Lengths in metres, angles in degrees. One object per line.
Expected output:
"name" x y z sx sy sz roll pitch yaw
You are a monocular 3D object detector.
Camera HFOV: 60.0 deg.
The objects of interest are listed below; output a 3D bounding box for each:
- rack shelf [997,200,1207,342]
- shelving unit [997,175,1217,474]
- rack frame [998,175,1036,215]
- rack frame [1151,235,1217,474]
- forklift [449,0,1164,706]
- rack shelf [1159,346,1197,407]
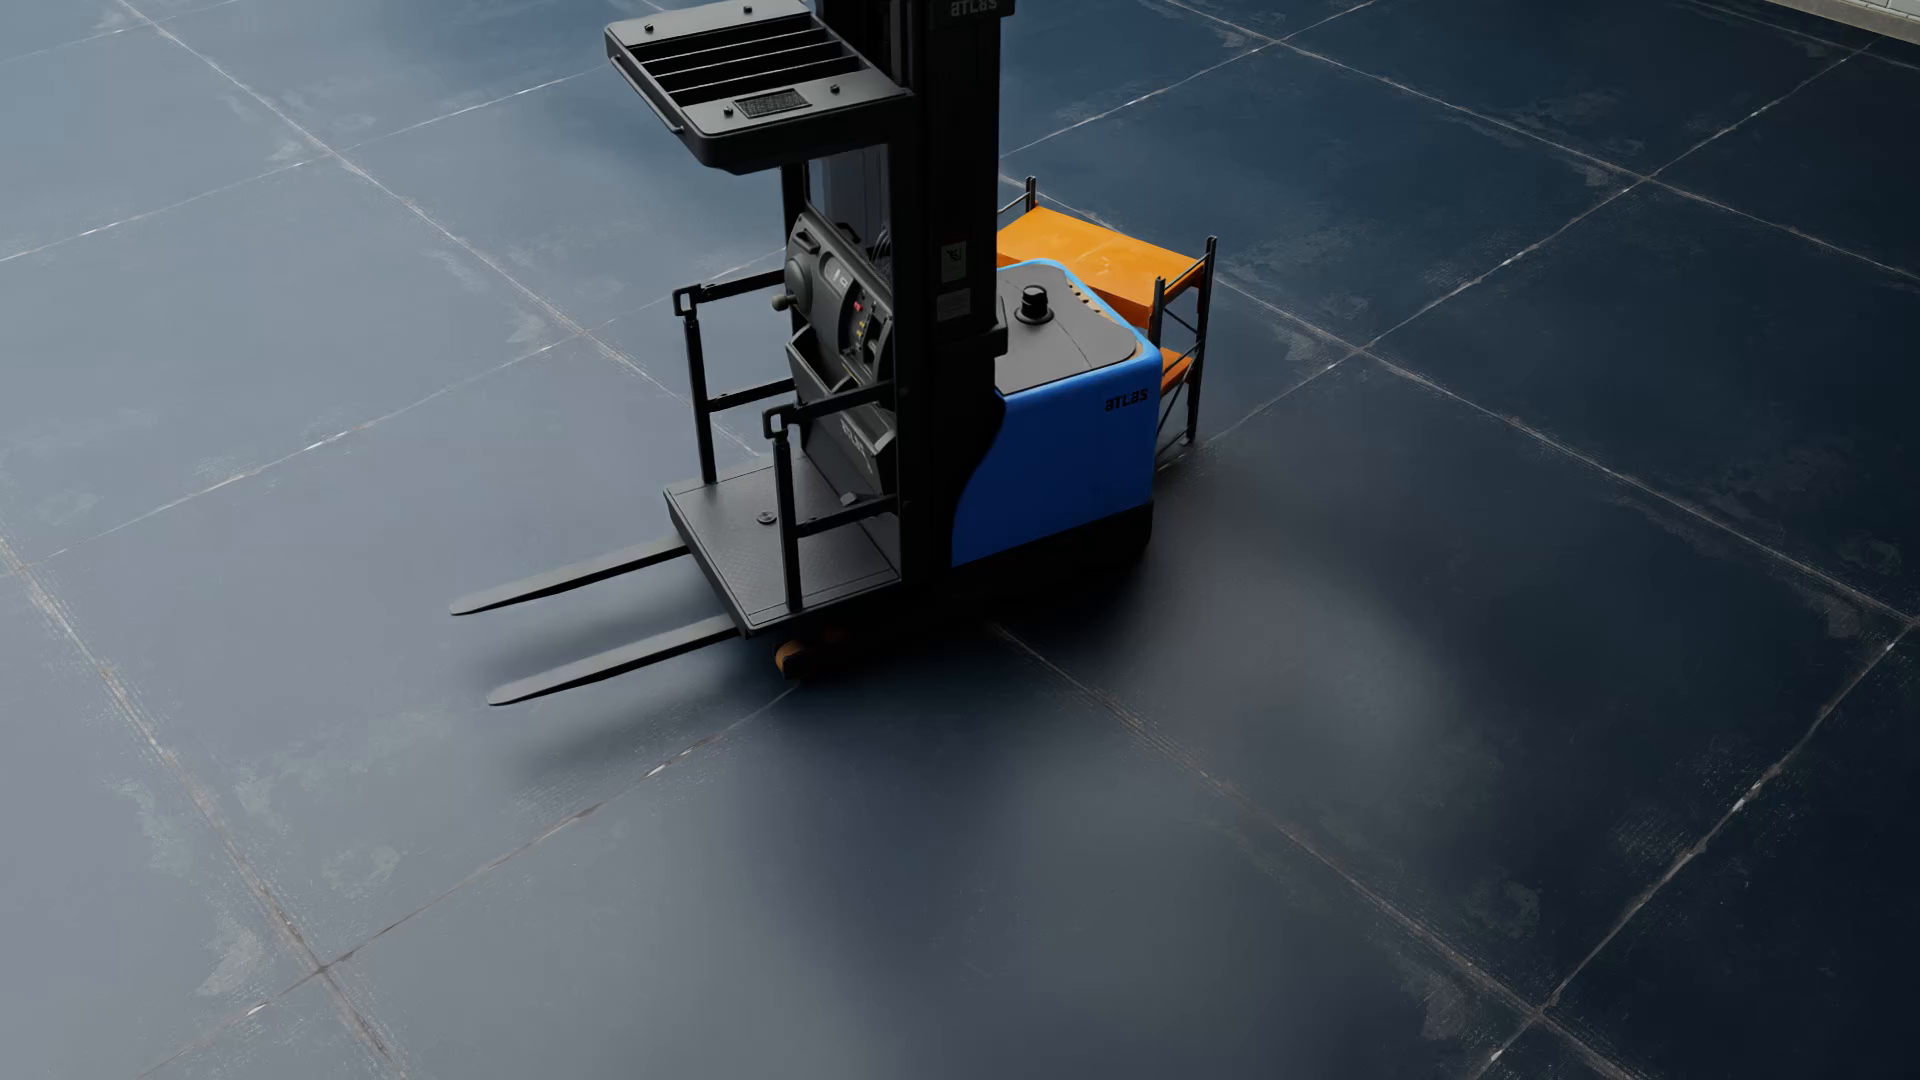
"rack shelf" 0.621 -1.262 7.952 1.000 0.278 0.538 25 45 28
"shelving unit" 0.621 -1.035 8.136 1.048 1.125 0.538 25 45 28
"rack frame" 0.212 -1.225 8.371 0.032 1.125 0.500 25 45 28
"rack frame" 1.029 -0.844 7.900 0.032 1.125 0.500 25 45 28
"forklift" -0.670 -0.934 6.574 3.031 2.935 1.130 -18 42 -21
"rack shelf" 0.621 -0.844 8.289 1.000 0.278 0.538 25 45 28
